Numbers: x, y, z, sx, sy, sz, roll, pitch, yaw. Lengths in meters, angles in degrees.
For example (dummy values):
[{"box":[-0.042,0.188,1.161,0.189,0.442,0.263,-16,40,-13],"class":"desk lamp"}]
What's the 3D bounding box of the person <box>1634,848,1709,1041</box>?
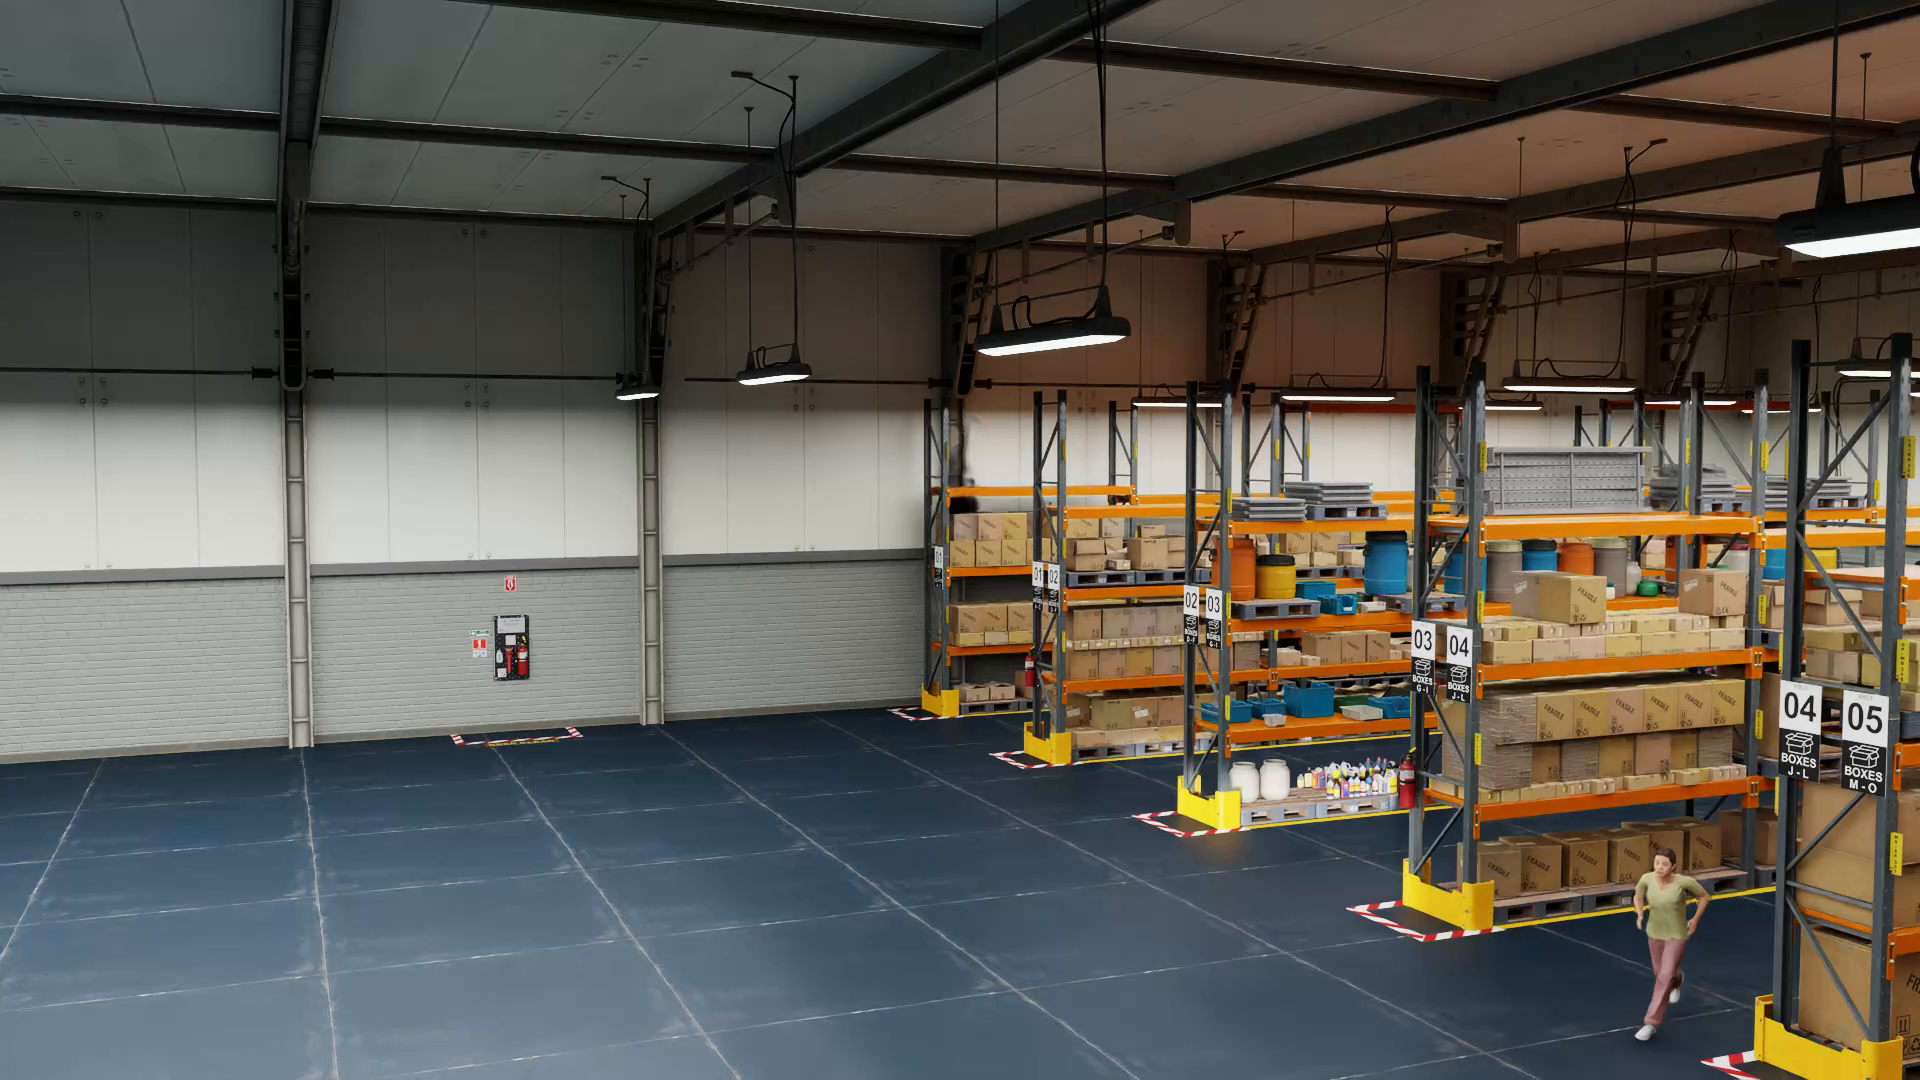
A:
[{"box":[6.229,3.481,14.605,0.607,1.627,1.046,3,4,37],"class":"person"}]
